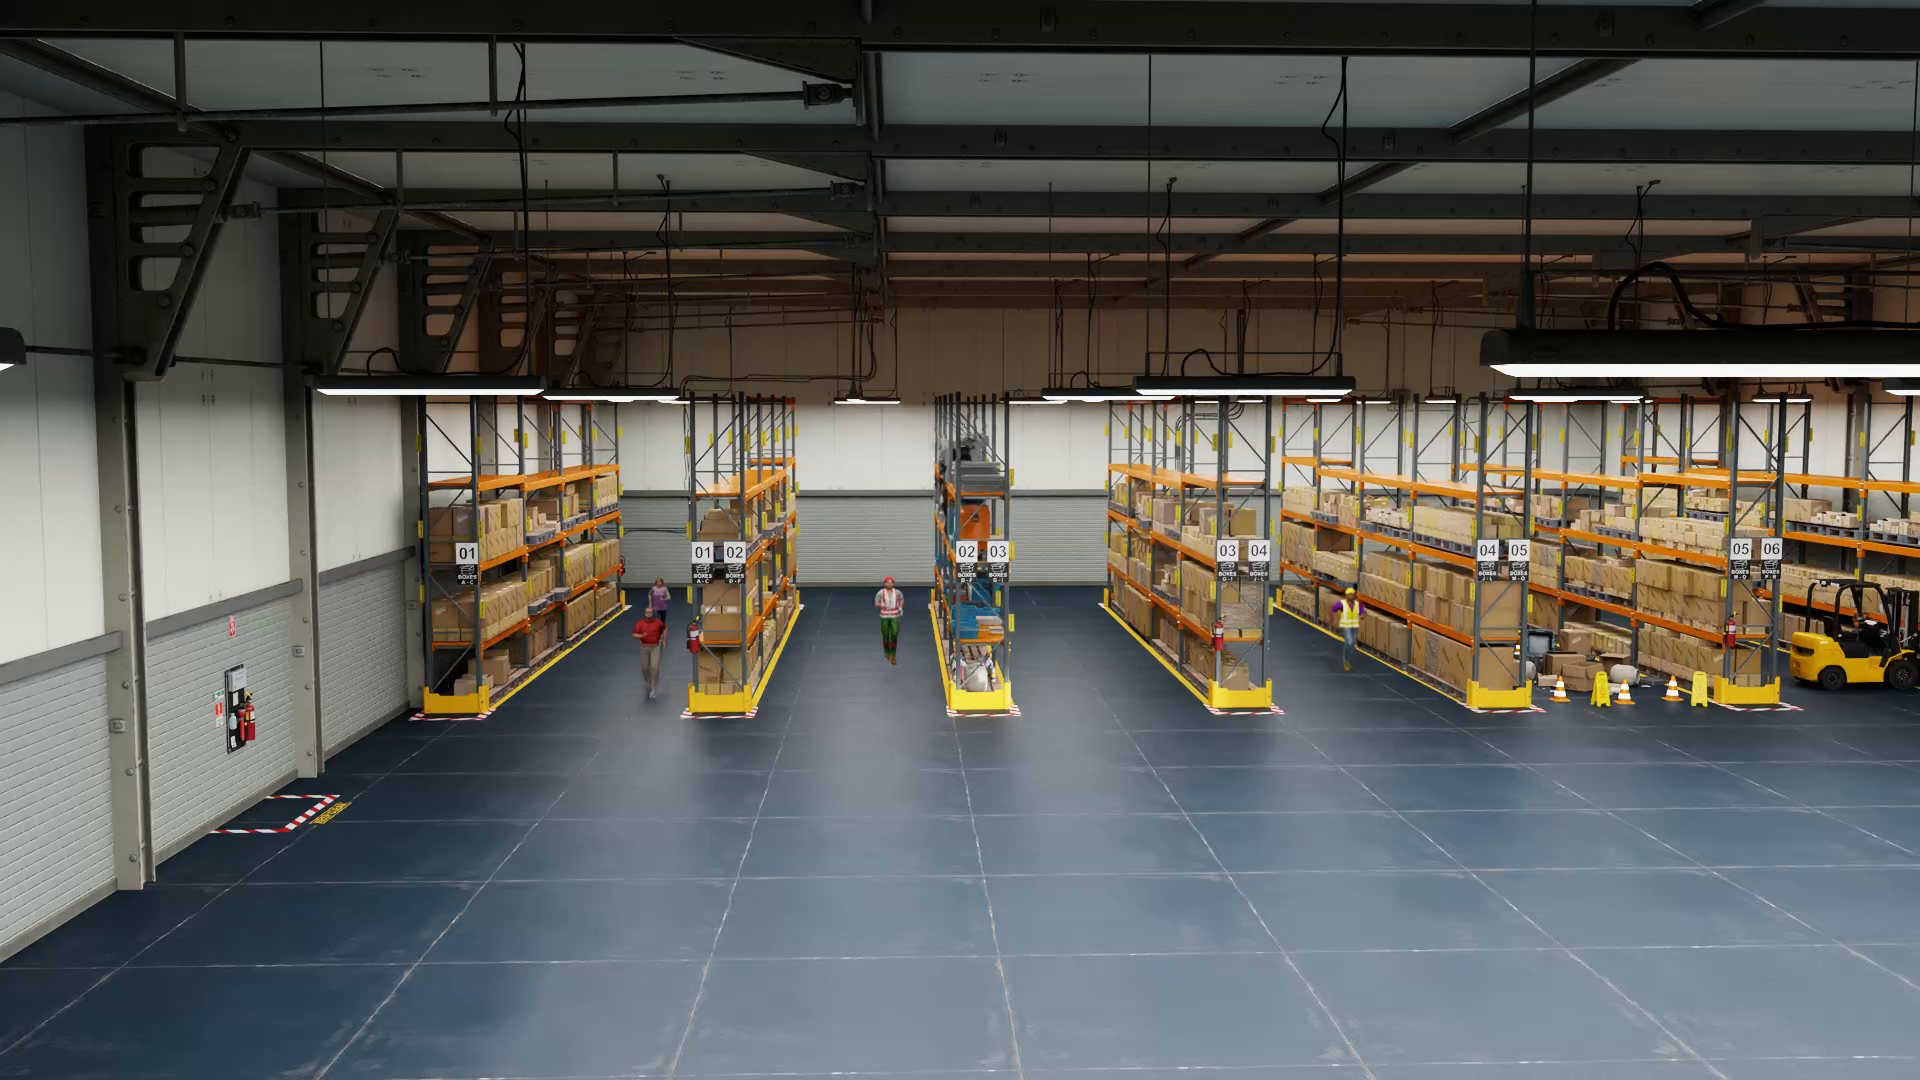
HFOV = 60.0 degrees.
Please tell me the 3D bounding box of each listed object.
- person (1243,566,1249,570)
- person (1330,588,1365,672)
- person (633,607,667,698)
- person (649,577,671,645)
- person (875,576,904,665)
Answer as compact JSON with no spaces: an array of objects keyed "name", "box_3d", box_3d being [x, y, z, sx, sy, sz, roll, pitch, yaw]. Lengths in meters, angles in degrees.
[{"name":"person","box_3d":[8.471,1.071,48.507,0.664,1.599,0.671,-3,5,-33]},{"name":"person","box_3d":[8.477,1.950,36.185,0.676,1.820,0.750,-1,5,-13]},{"name":"person","box_3d":[-6.161,2.196,33.028,0.656,1.736,0.964,0,5,-4]},{"name":"person","box_3d":[-7.240,1.689,40.099,0.520,1.611,0.856,-1,5,-11]},{"name":"person","box_3d":[-1.497,1.716,35.514,0.630,1.888,0.690,0,5,-5]}]
